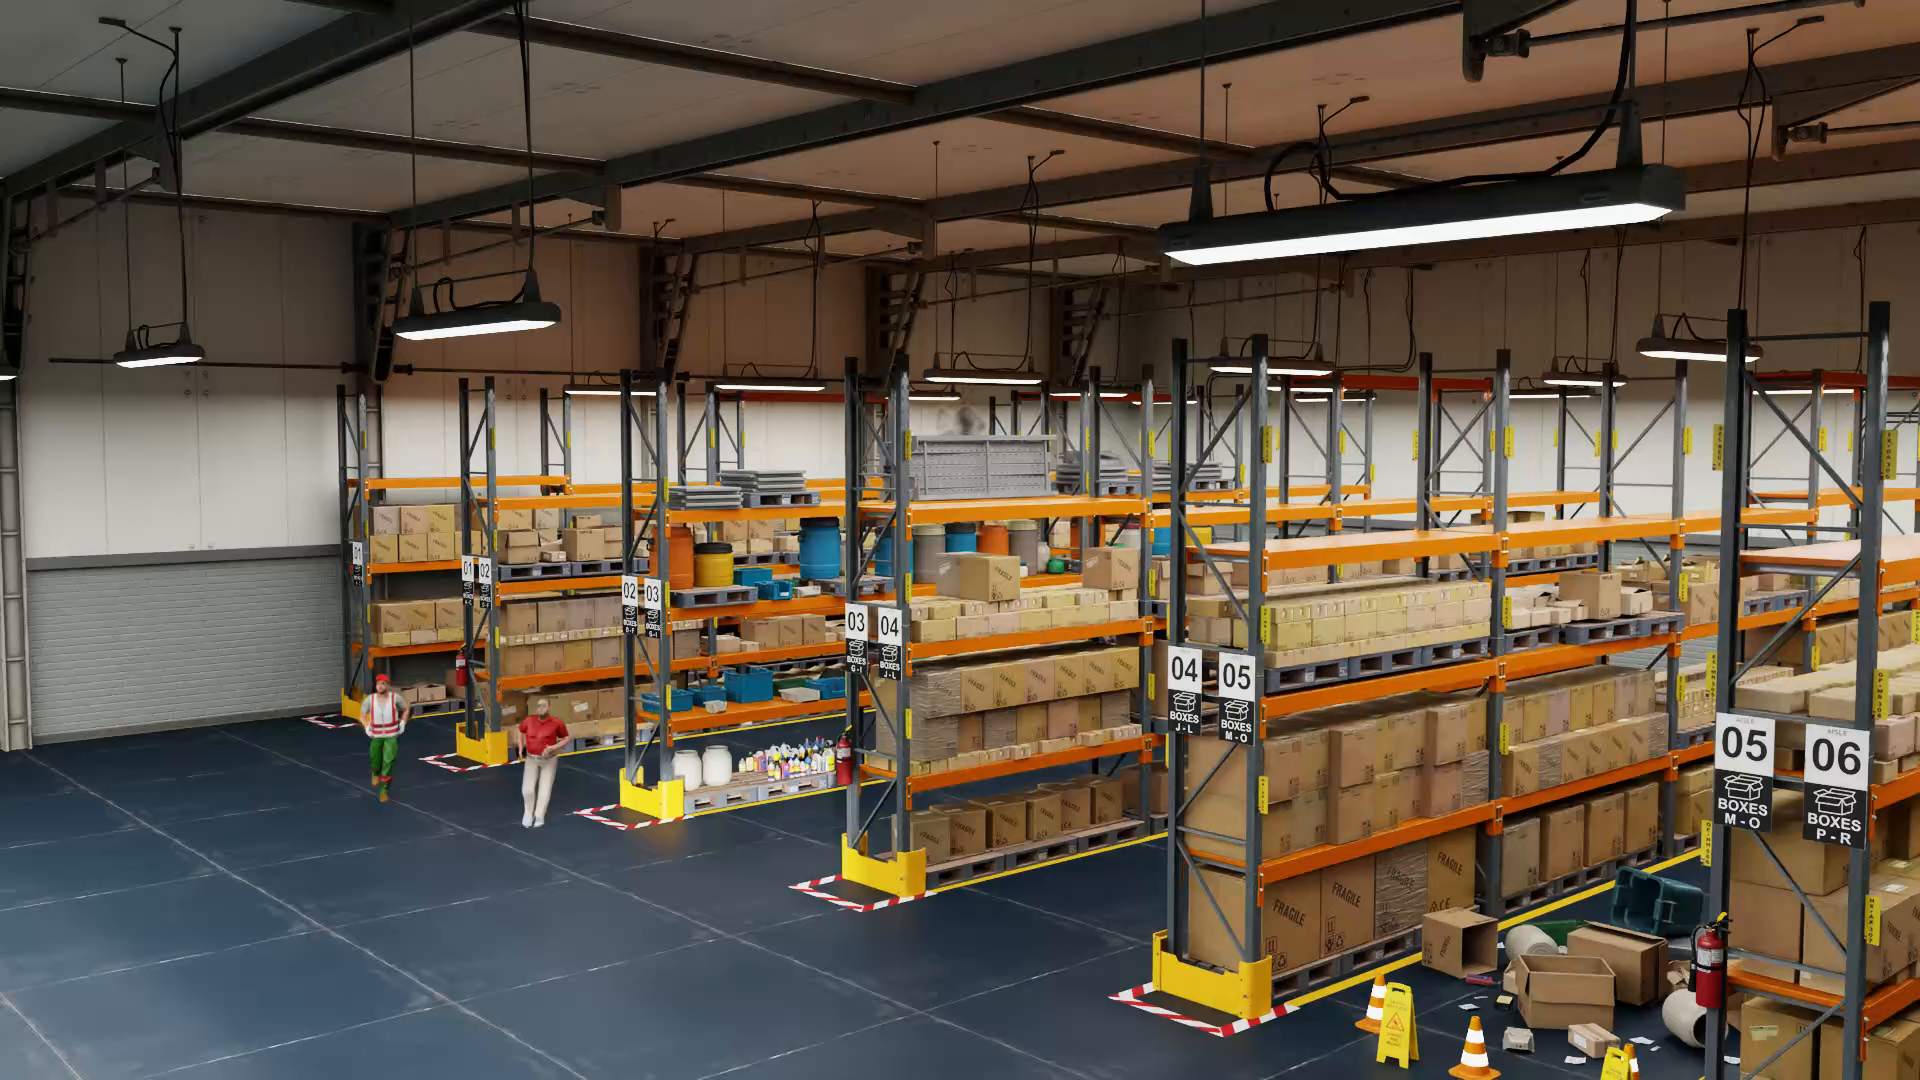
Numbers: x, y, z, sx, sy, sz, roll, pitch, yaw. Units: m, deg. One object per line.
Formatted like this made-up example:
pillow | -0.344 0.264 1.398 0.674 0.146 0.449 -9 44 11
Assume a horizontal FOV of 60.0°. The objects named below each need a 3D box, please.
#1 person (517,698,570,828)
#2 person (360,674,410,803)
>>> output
person | -5.424 2.900 21.594 0.691 1.703 0.574 0 4 -6
person | -8.092 2.759 23.406 0.662 1.771 0.791 -1 4 -16
